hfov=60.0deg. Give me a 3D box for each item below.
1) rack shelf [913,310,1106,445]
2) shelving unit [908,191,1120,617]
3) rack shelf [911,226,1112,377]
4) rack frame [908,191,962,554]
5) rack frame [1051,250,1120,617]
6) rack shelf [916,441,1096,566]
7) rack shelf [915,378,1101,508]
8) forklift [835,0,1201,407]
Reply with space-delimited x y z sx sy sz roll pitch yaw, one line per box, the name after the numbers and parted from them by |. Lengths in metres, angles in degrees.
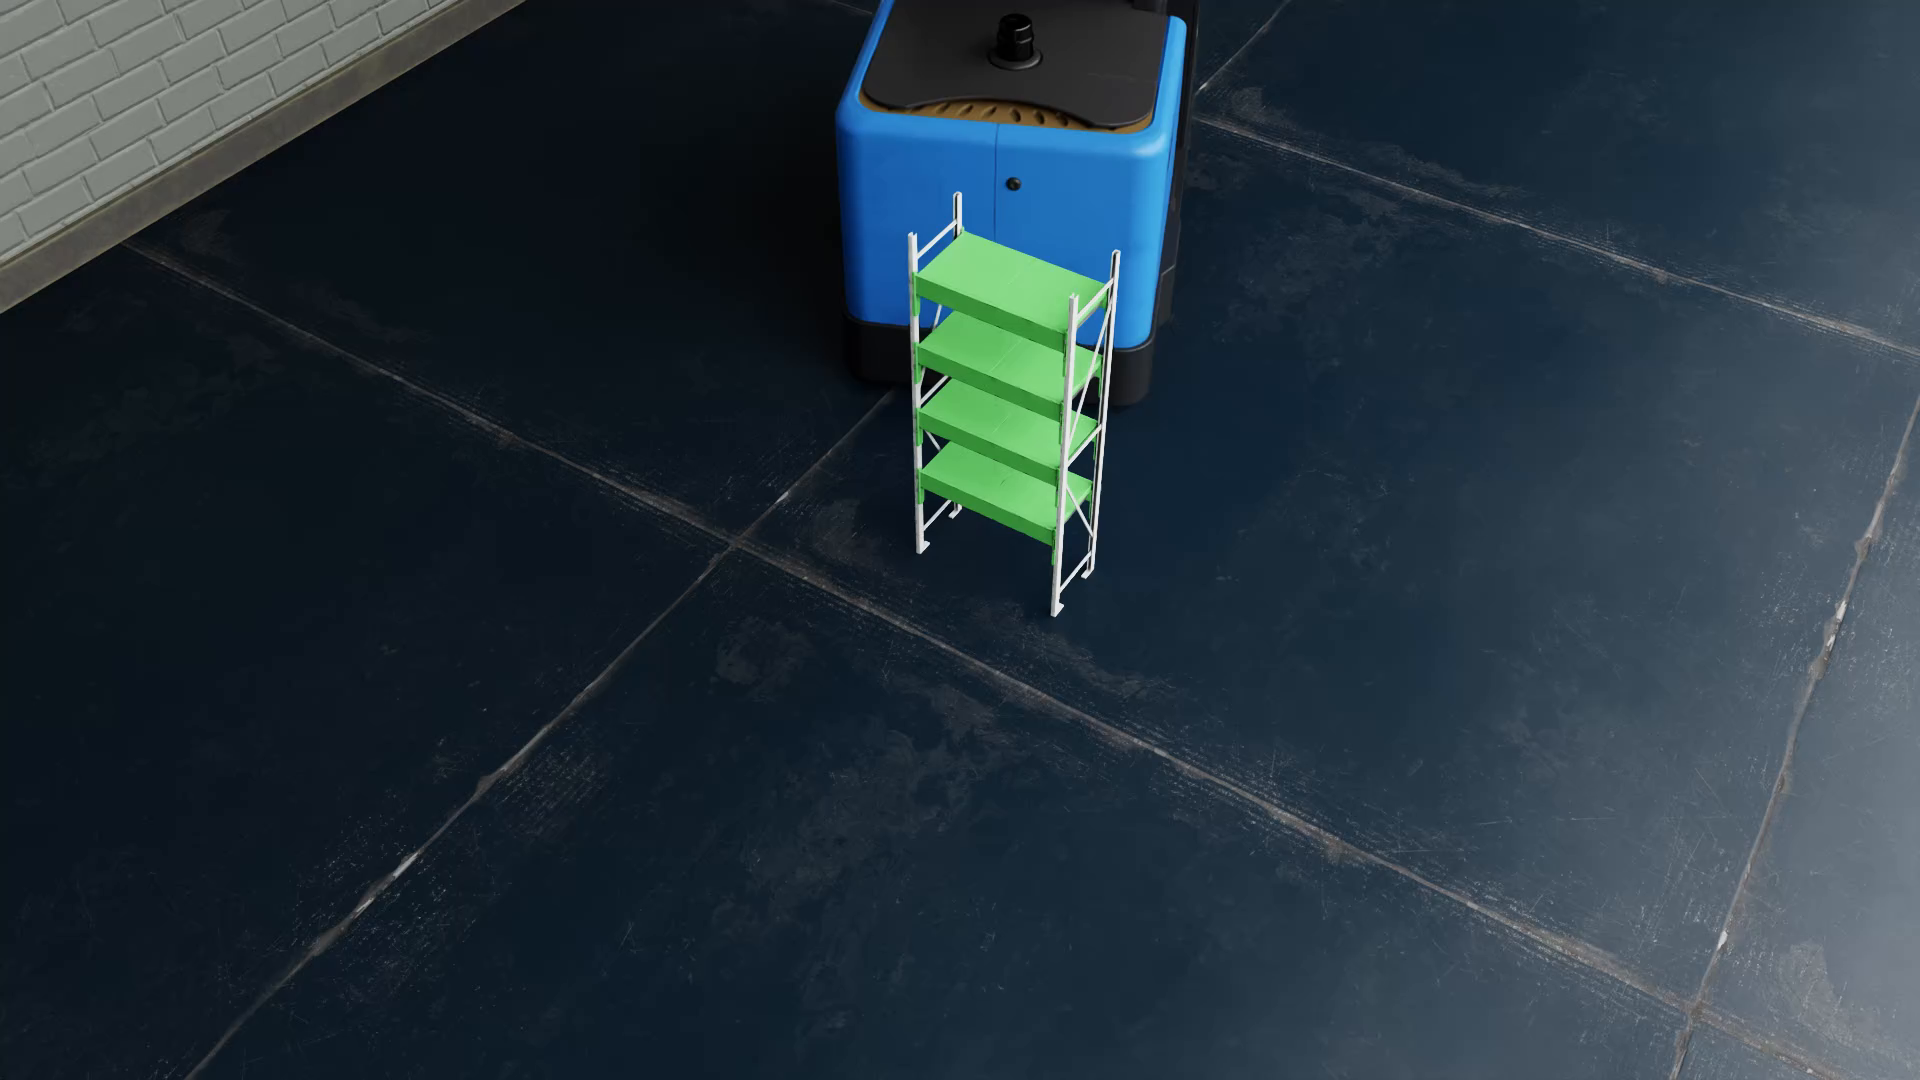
0.139 -0.477 4.631 0.480 0.148 0.258 25 51 22 | rack shelf
0.139 -0.354 4.757 0.503 1.200 0.258 25 51 22 | shelving unit
0.139 -0.644 4.459 0.480 0.148 0.258 25 51 22 | rack shelf
-0.066 -0.449 4.849 0.015 1.200 0.240 25 51 22 | rack frame
0.345 -0.260 4.666 0.015 1.200 0.240 25 51 22 | rack frame
0.139 -0.142 4.975 0.480 0.148 0.258 25 51 22 | rack shelf
0.139 -0.310 4.803 0.480 0.148 0.258 25 51 22 | rack shelf
0.355 -2.540 5.675 1.130 2.935 3.031 7 46 7 | forklift
